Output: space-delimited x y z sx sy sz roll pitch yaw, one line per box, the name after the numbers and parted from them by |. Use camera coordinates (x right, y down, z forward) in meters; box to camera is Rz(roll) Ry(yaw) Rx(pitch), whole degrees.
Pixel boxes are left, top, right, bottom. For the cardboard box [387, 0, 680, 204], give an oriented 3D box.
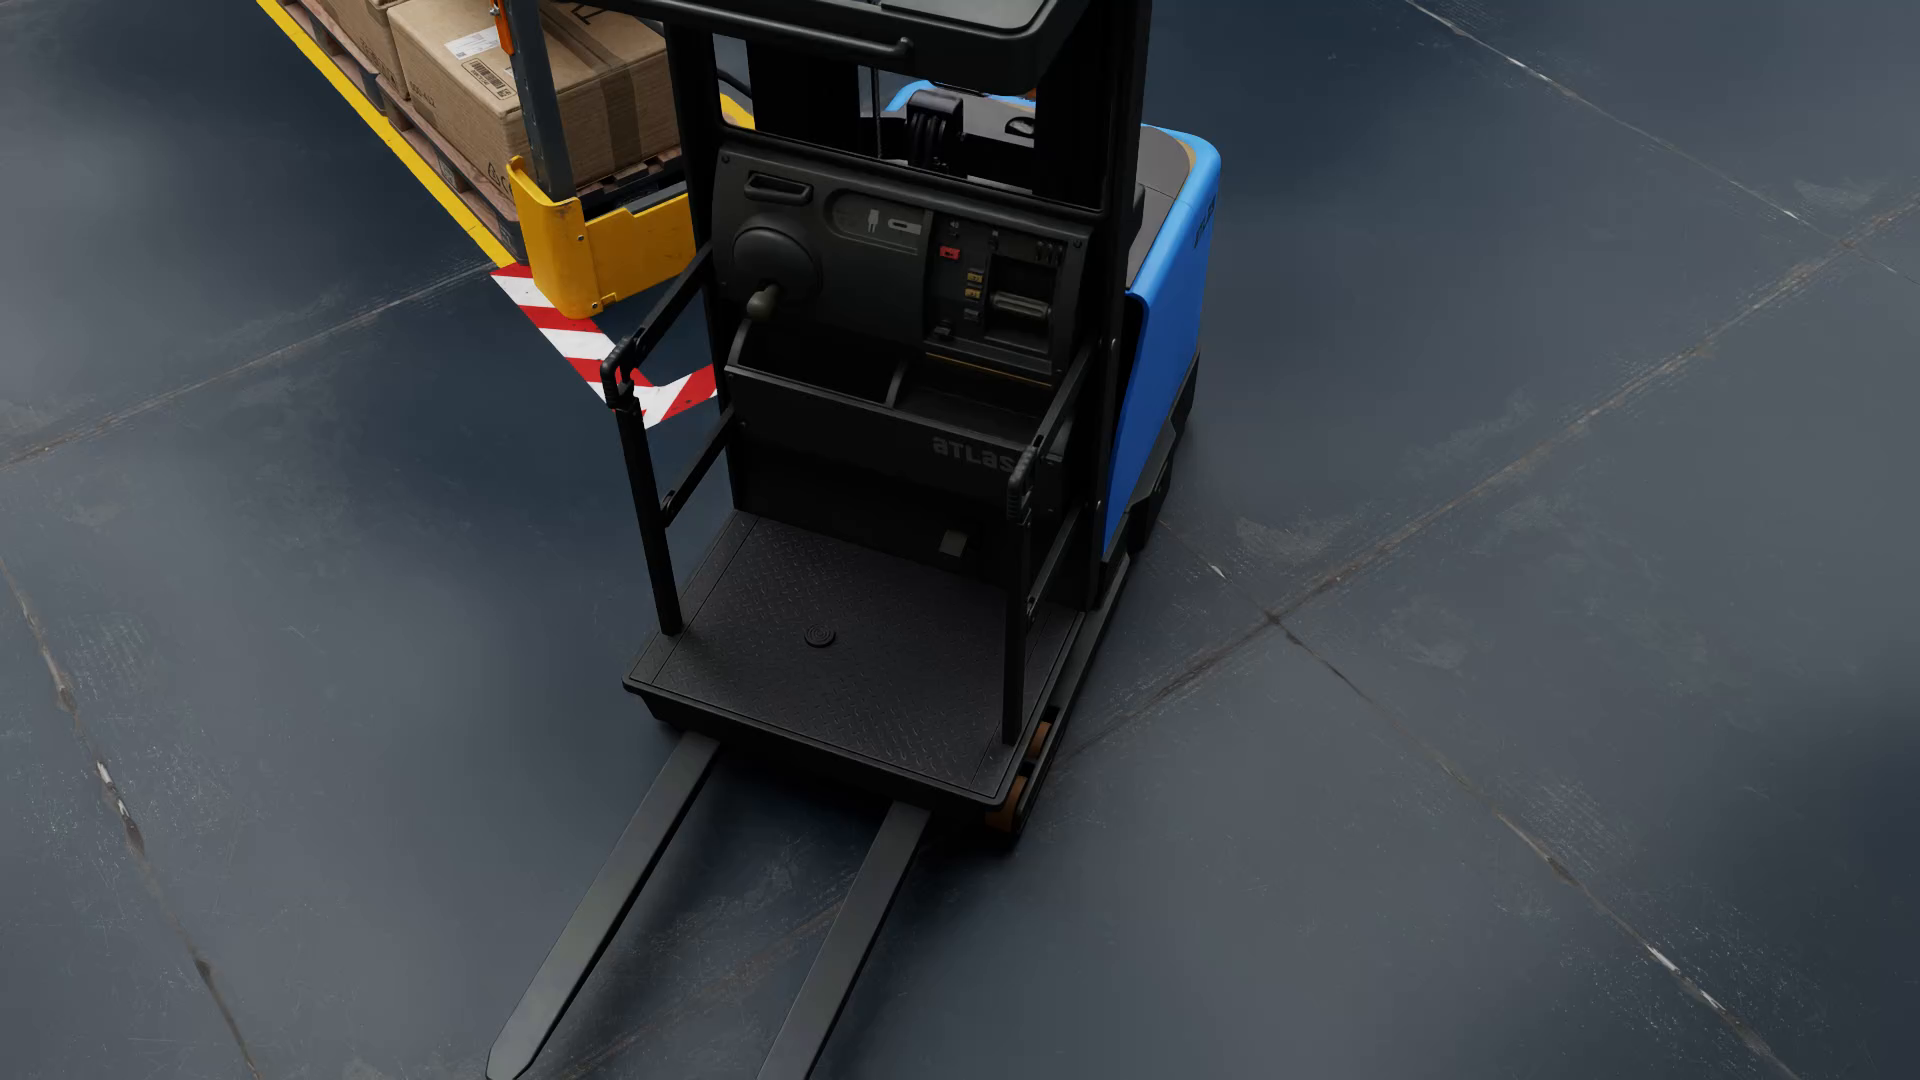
-1.519 -1.779 6.284 0.875 0.438 0.875 -31 55 -25 | cardboard box

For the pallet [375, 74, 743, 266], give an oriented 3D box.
-1.586 -1.654 6.607 1.003 0.211 1.213 -29 54 -24 | pallet

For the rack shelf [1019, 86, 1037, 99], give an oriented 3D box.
0.205 -1.461 5.228 0.480 0.148 0.258 16 48 14 | rack shelf

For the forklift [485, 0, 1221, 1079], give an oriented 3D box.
-0.231 -0.550 3.770 1.130 2.935 3.031 16 50 14 | forklift

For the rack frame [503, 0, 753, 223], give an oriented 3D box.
-1.040 -2.155 5.179 1.000 3.000 0.127 -29 54 -24 | rack frame

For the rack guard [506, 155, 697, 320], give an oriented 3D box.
-1.025 -1.301 6.092 1.175 0.500 0.348 -29 54 -24 | rack guard

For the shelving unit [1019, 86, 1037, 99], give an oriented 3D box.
0.200 -1.188 5.511 0.503 1.200 0.258 16 48 14 | shelving unit

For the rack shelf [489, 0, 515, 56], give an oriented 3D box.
-2.251 -3.092 6.514 1.077 0.370 4.000 -29 54 -24 | rack shelf

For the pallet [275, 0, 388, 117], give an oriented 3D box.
-2.321 -2.373 7.259 1.003 0.211 1.213 -29 54 -24 | pallet

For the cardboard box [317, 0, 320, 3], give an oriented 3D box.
-2.625 -2.848 7.253 0.875 0.438 0.875 -31 55 -25 | cardboard box

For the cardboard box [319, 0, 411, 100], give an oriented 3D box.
-2.080 -2.315 6.770 0.875 0.438 0.875 -28 54 -23 | cardboard box
